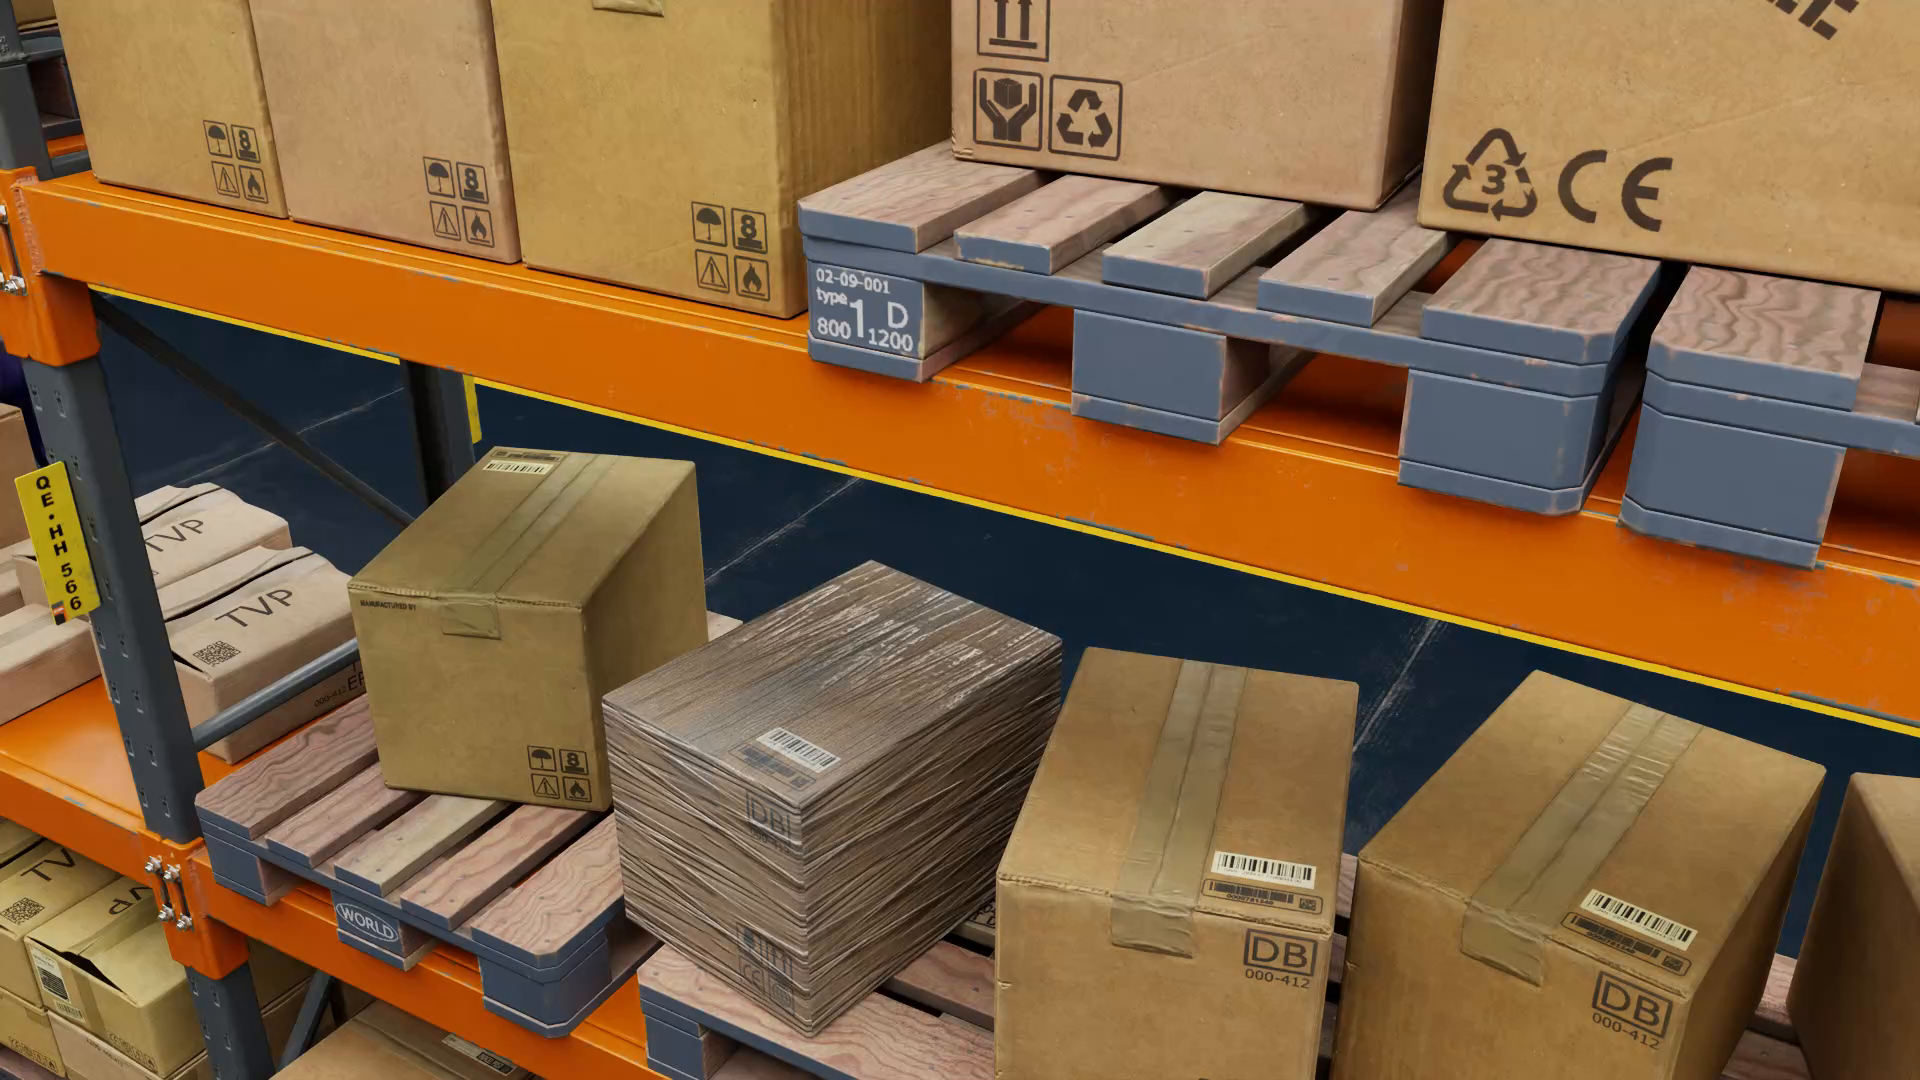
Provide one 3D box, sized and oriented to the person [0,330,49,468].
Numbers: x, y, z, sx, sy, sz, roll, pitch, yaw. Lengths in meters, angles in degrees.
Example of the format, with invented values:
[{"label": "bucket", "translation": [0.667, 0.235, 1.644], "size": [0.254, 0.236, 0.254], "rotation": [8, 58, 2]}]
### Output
[{"label": "person", "translation": [-4.421, -0.747, 7.600], "size": [0.899, 1.605, 0.475], "rotation": [13, 29, 24]}]
